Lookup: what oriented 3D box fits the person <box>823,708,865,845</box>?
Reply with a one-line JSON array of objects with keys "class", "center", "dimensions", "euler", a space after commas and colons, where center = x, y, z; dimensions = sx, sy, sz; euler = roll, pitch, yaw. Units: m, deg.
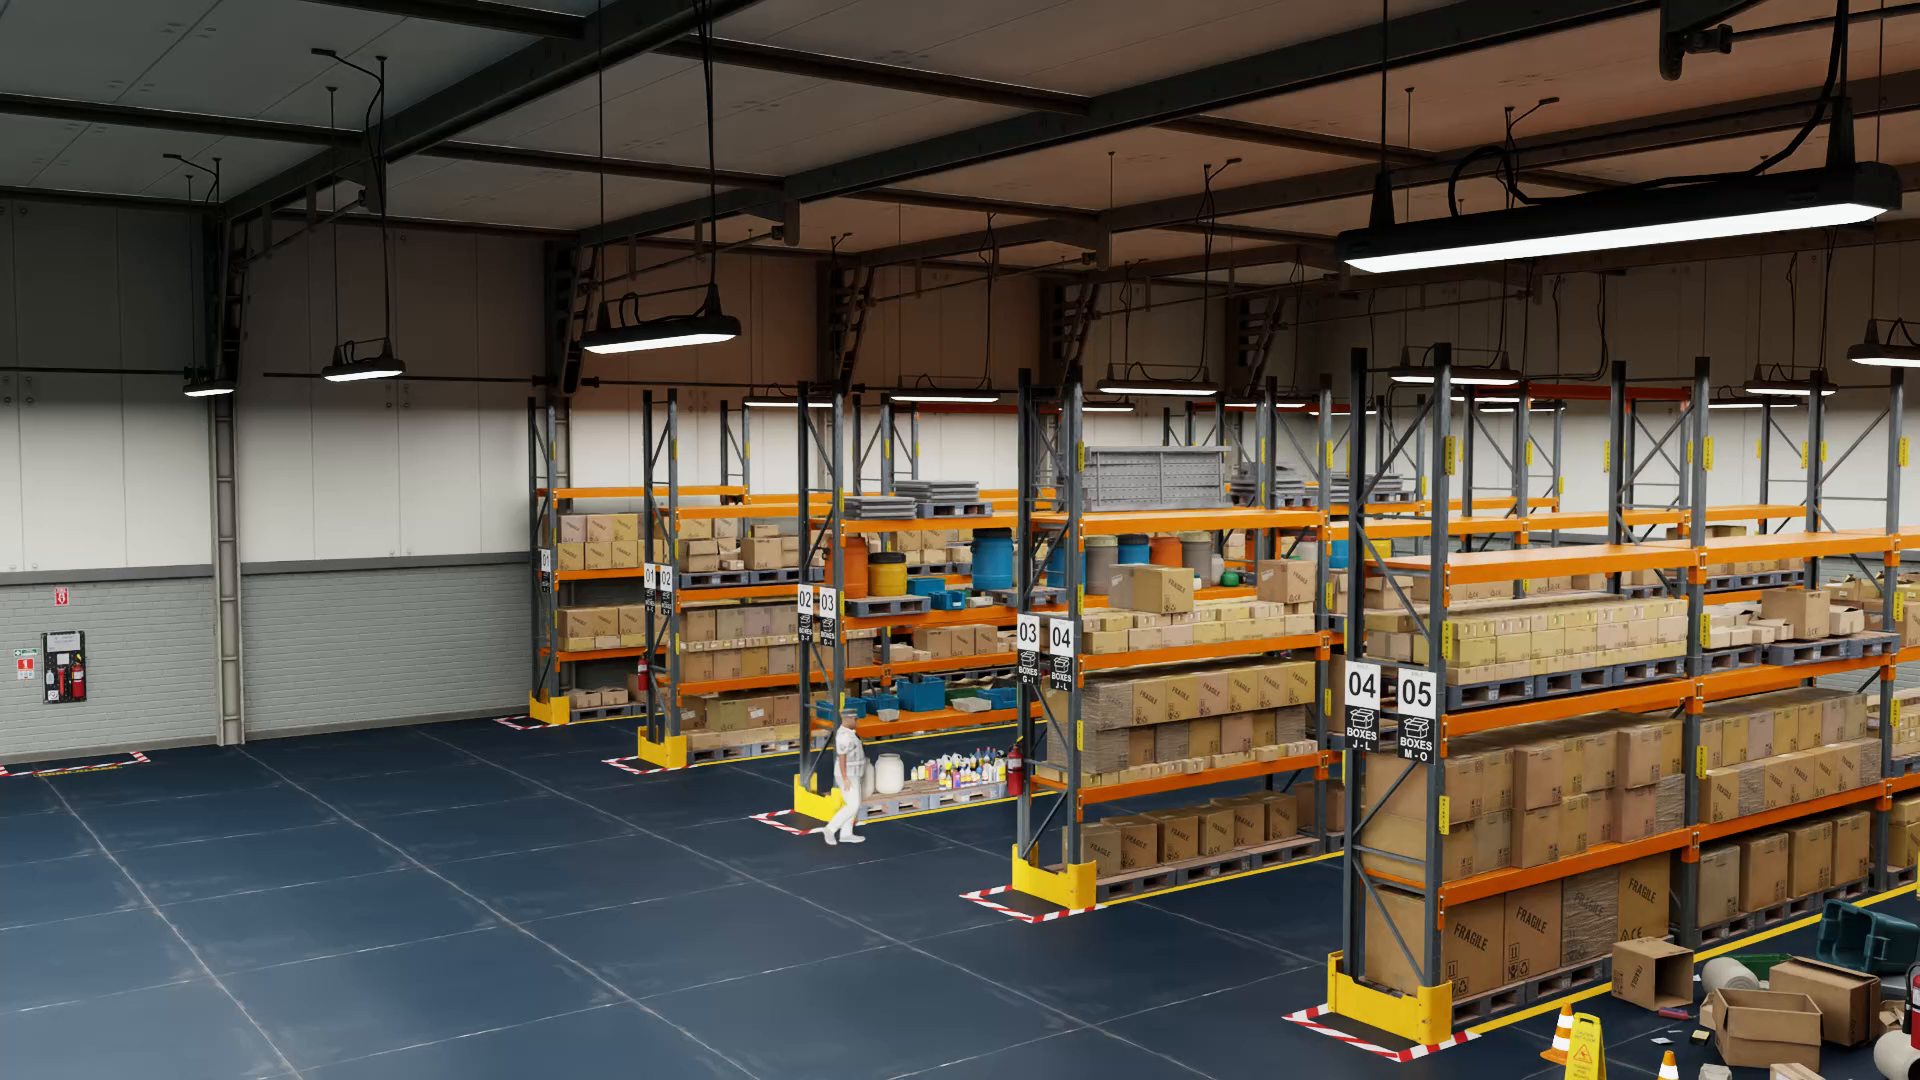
[{"class": "person", "center": [-1.492, 3.038, 21.366], "dimensions": [0.527, 1.740, 0.672], "euler": [0, 3, 2]}]
